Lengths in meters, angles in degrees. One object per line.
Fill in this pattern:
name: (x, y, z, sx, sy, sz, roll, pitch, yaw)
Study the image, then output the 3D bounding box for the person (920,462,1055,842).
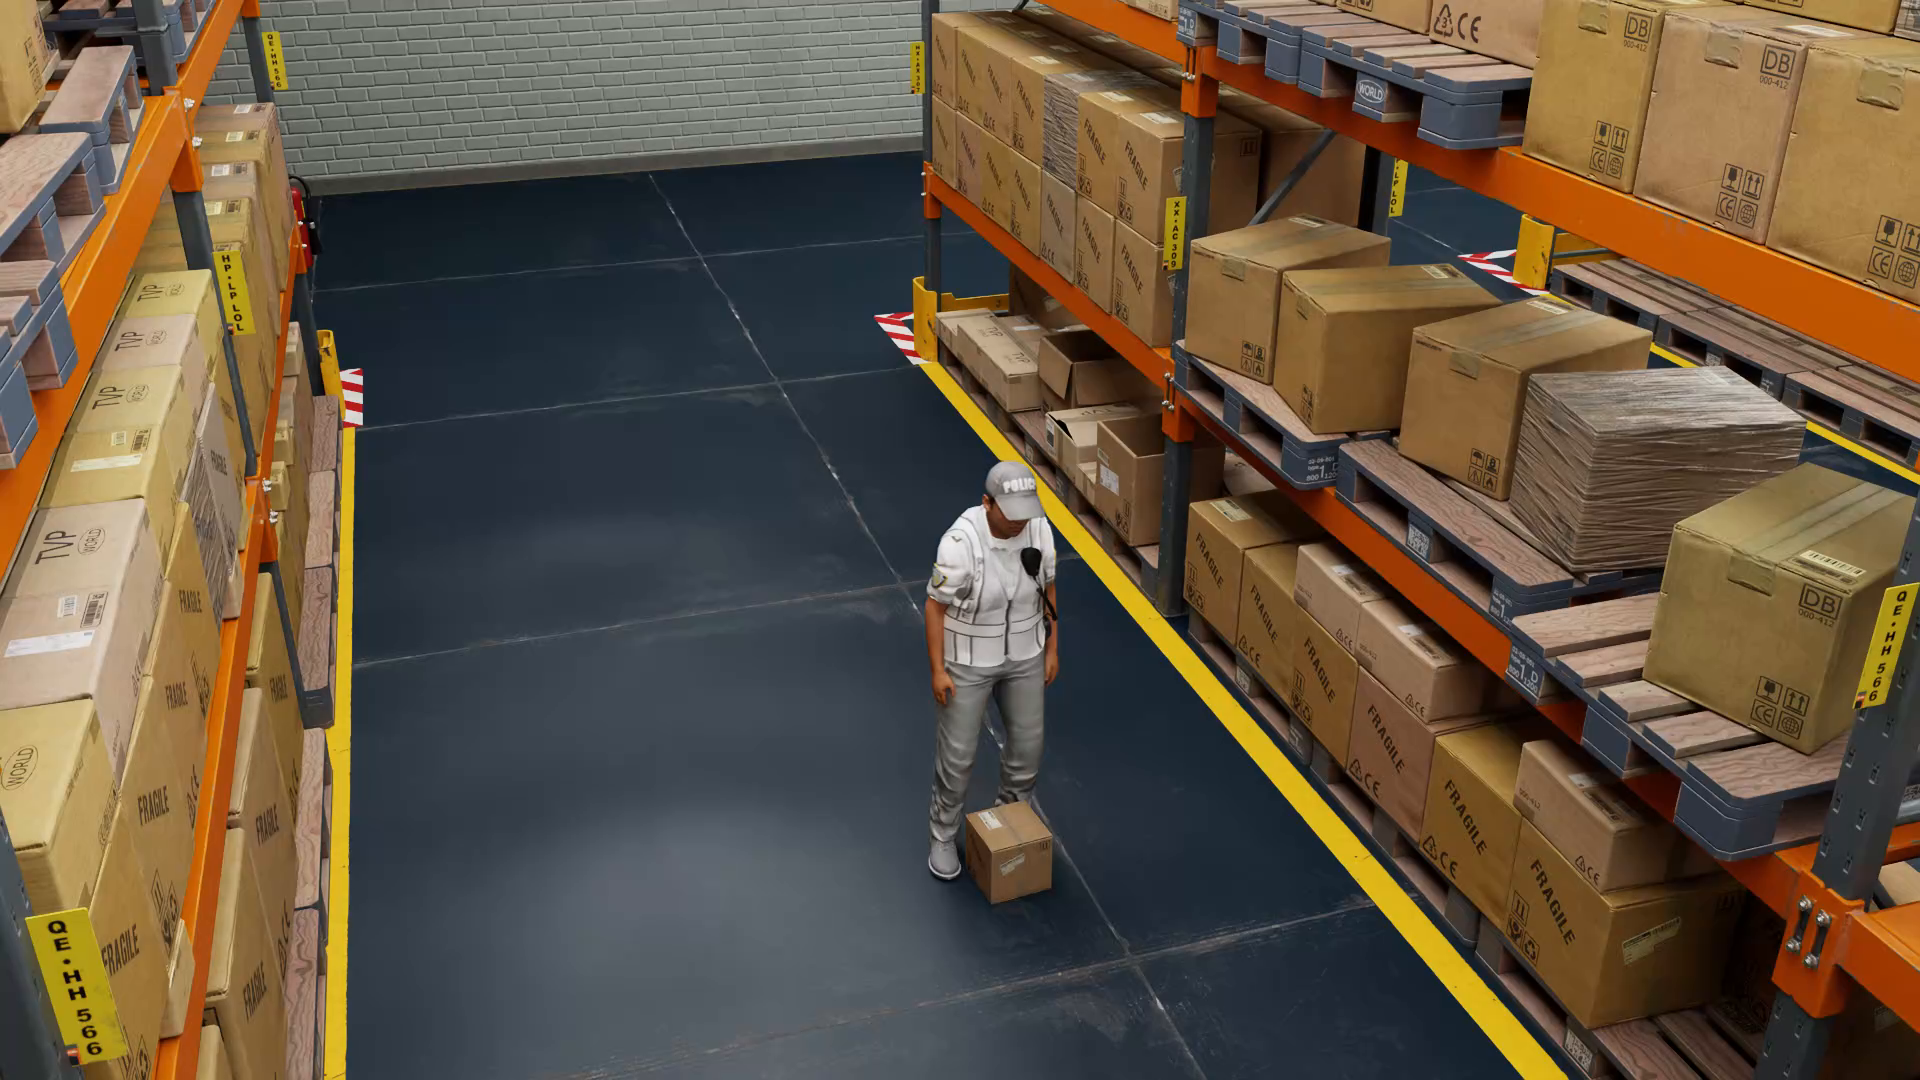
person: (0.119, 0.430, 6.172, 0.521, 1.599, 0.469, -8, 28, -17)
